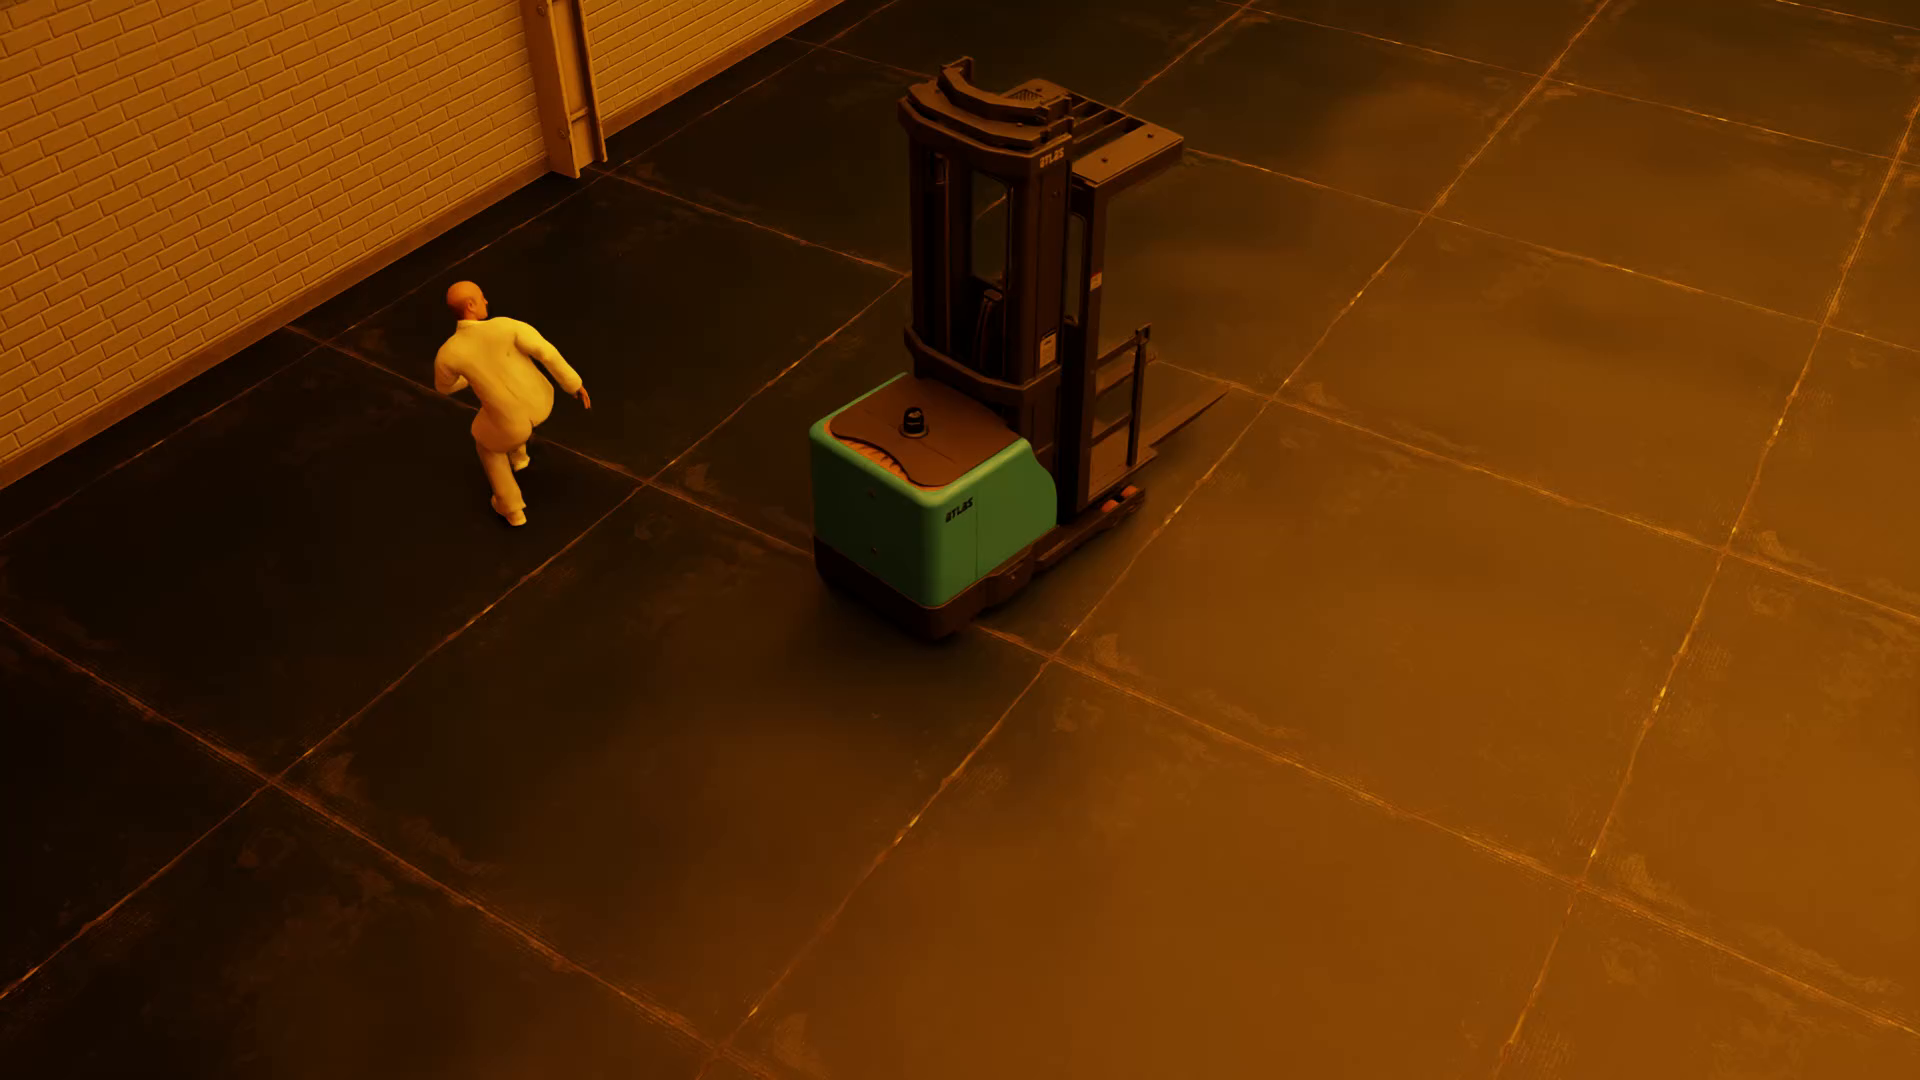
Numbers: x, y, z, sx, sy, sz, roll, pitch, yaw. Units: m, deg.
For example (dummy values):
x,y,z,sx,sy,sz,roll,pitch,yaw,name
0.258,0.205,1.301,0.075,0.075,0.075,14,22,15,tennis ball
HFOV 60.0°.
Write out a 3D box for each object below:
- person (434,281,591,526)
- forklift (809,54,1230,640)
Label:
x,y,z,sx,sy,sz,roll,pitch,yaw,name
-2.752,-0.909,10.116,0.808,1.576,0.801,-20,44,-22,person
0.516,-1.409,9.629,1.130,2.935,3.031,32,50,32,forklift
